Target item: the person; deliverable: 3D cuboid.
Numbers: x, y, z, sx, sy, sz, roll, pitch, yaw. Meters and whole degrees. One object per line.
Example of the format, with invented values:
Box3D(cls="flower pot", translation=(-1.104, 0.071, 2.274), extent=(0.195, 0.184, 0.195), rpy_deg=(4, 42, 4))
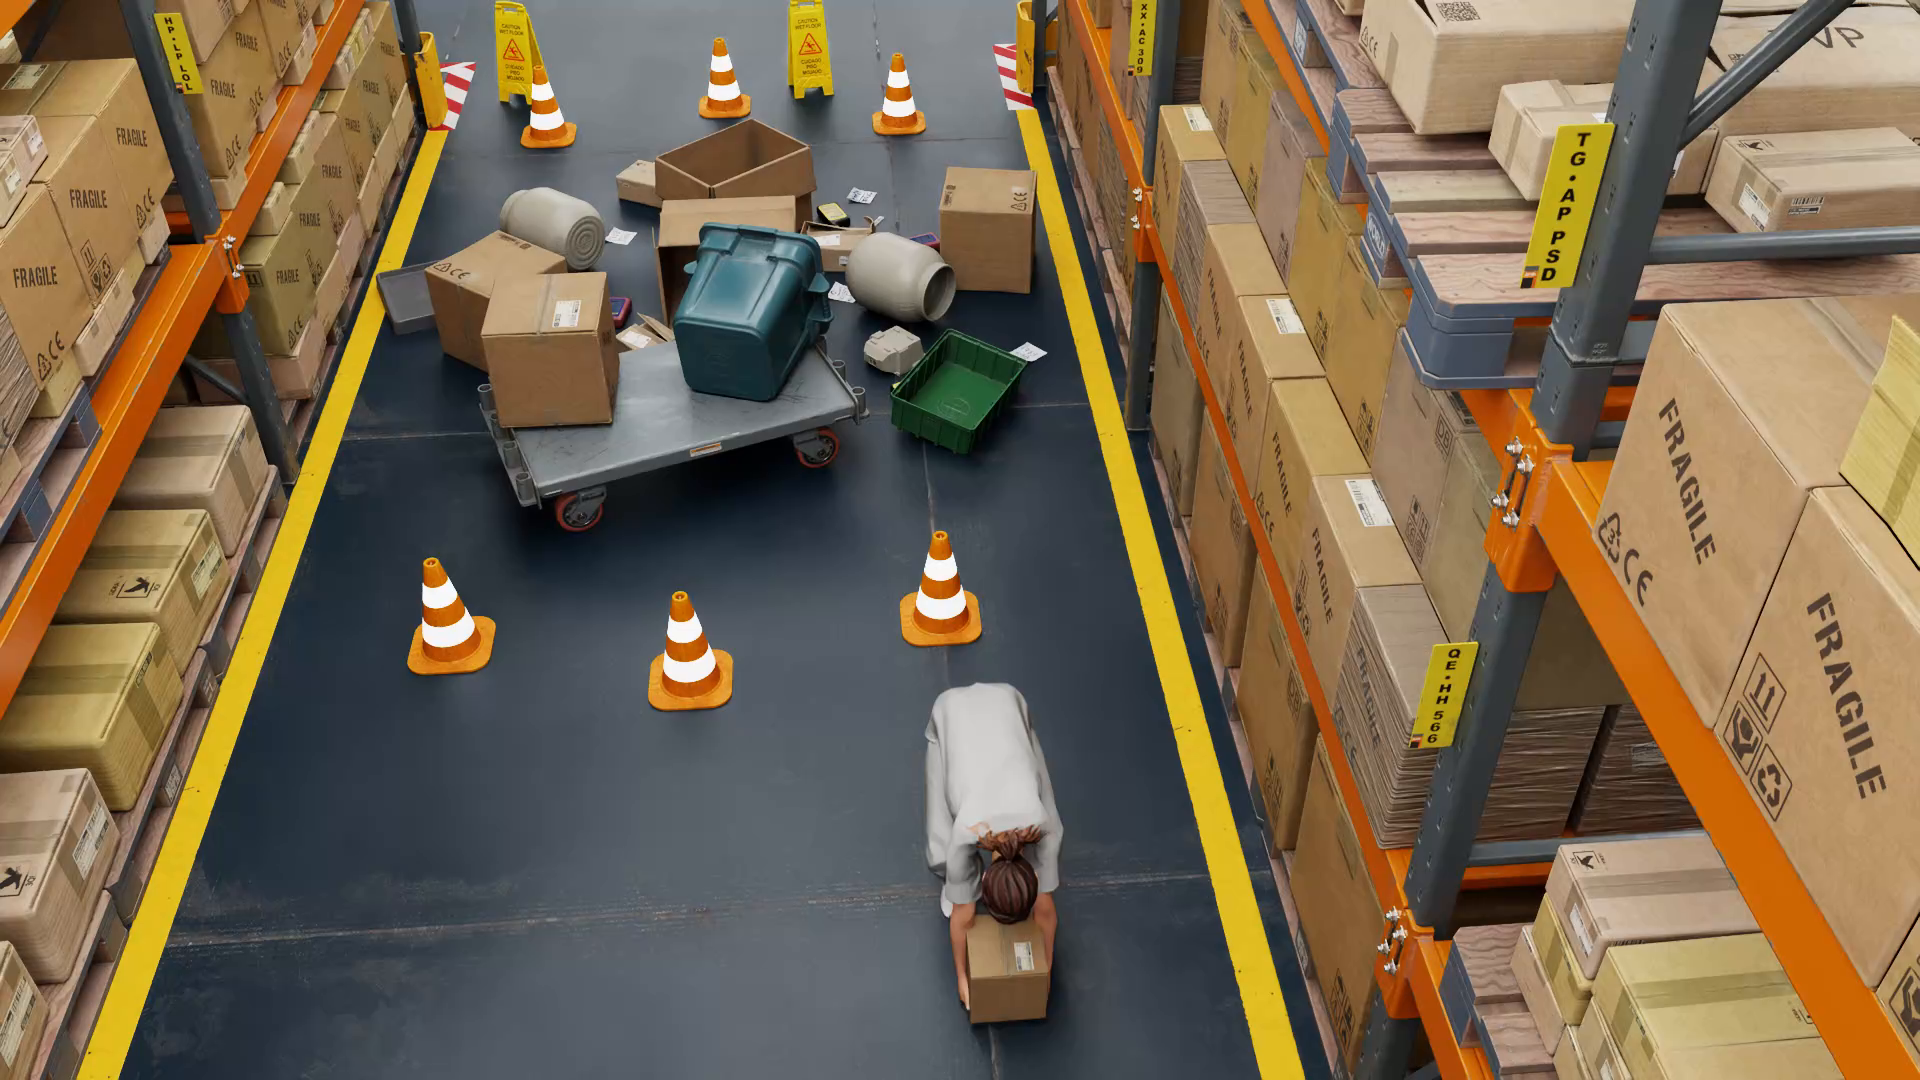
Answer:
Box3D(cls="person", translation=(0.111, 1.007, 5.561), extent=(0.461, 0.865, 0.850), rpy_deg=(-5, 40, -6))
